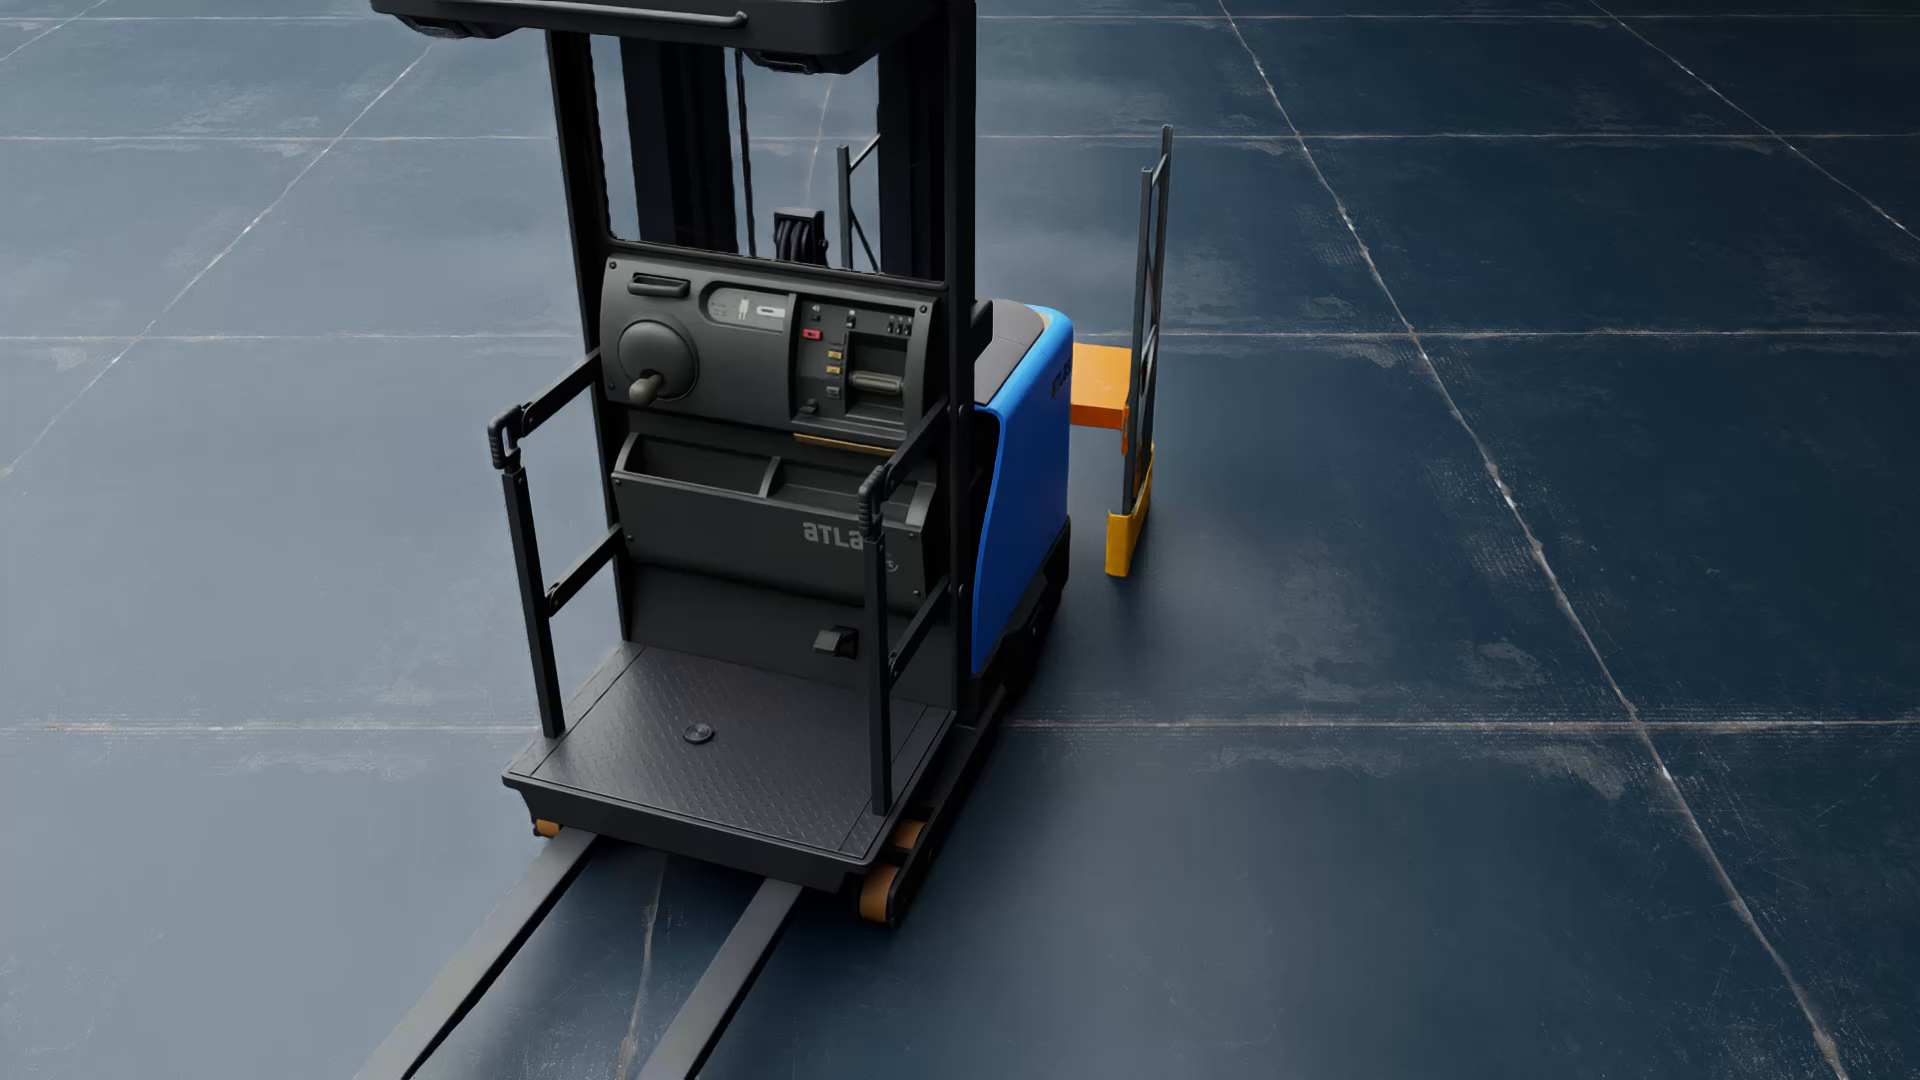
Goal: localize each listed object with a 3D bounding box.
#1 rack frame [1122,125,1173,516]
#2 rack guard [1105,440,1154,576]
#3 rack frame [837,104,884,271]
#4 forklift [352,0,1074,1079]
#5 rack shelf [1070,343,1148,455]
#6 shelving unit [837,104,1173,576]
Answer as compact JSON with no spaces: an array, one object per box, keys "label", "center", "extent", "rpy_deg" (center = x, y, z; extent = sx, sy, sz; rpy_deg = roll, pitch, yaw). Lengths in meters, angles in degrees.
[{"label":"rack frame","center":[0.655,-0.658,5.888],"extent":[0.032,1.500,0.500],"rpy_deg":[7,32,12]},{"label":"rack guard","center":[0.636,-0.126,6.217],"extent":[0.087,0.250,0.587],"rpy_deg":[7,32,12]},{"label":"rack frame","center":[-0.331,-0.787,6.102],"extent":[0.032,1.500,0.500],"rpy_deg":[7,32,12]},{"label":"forklift","center":[-0.584,-0.449,4.165],"extent":[1.130,2.935,3.031],"rpy_deg":[10,33,16]},{"label":"rack shelf","center":[0.162,-0.569,6.088],"extent":[1.000,0.185,0.538],"rpy_deg":[7,32,12]},{"label":"shelving unit","center":[0.153,-0.724,5.997],"extent":[1.083,1.500,0.587],"rpy_deg":[7,32,12]}]
